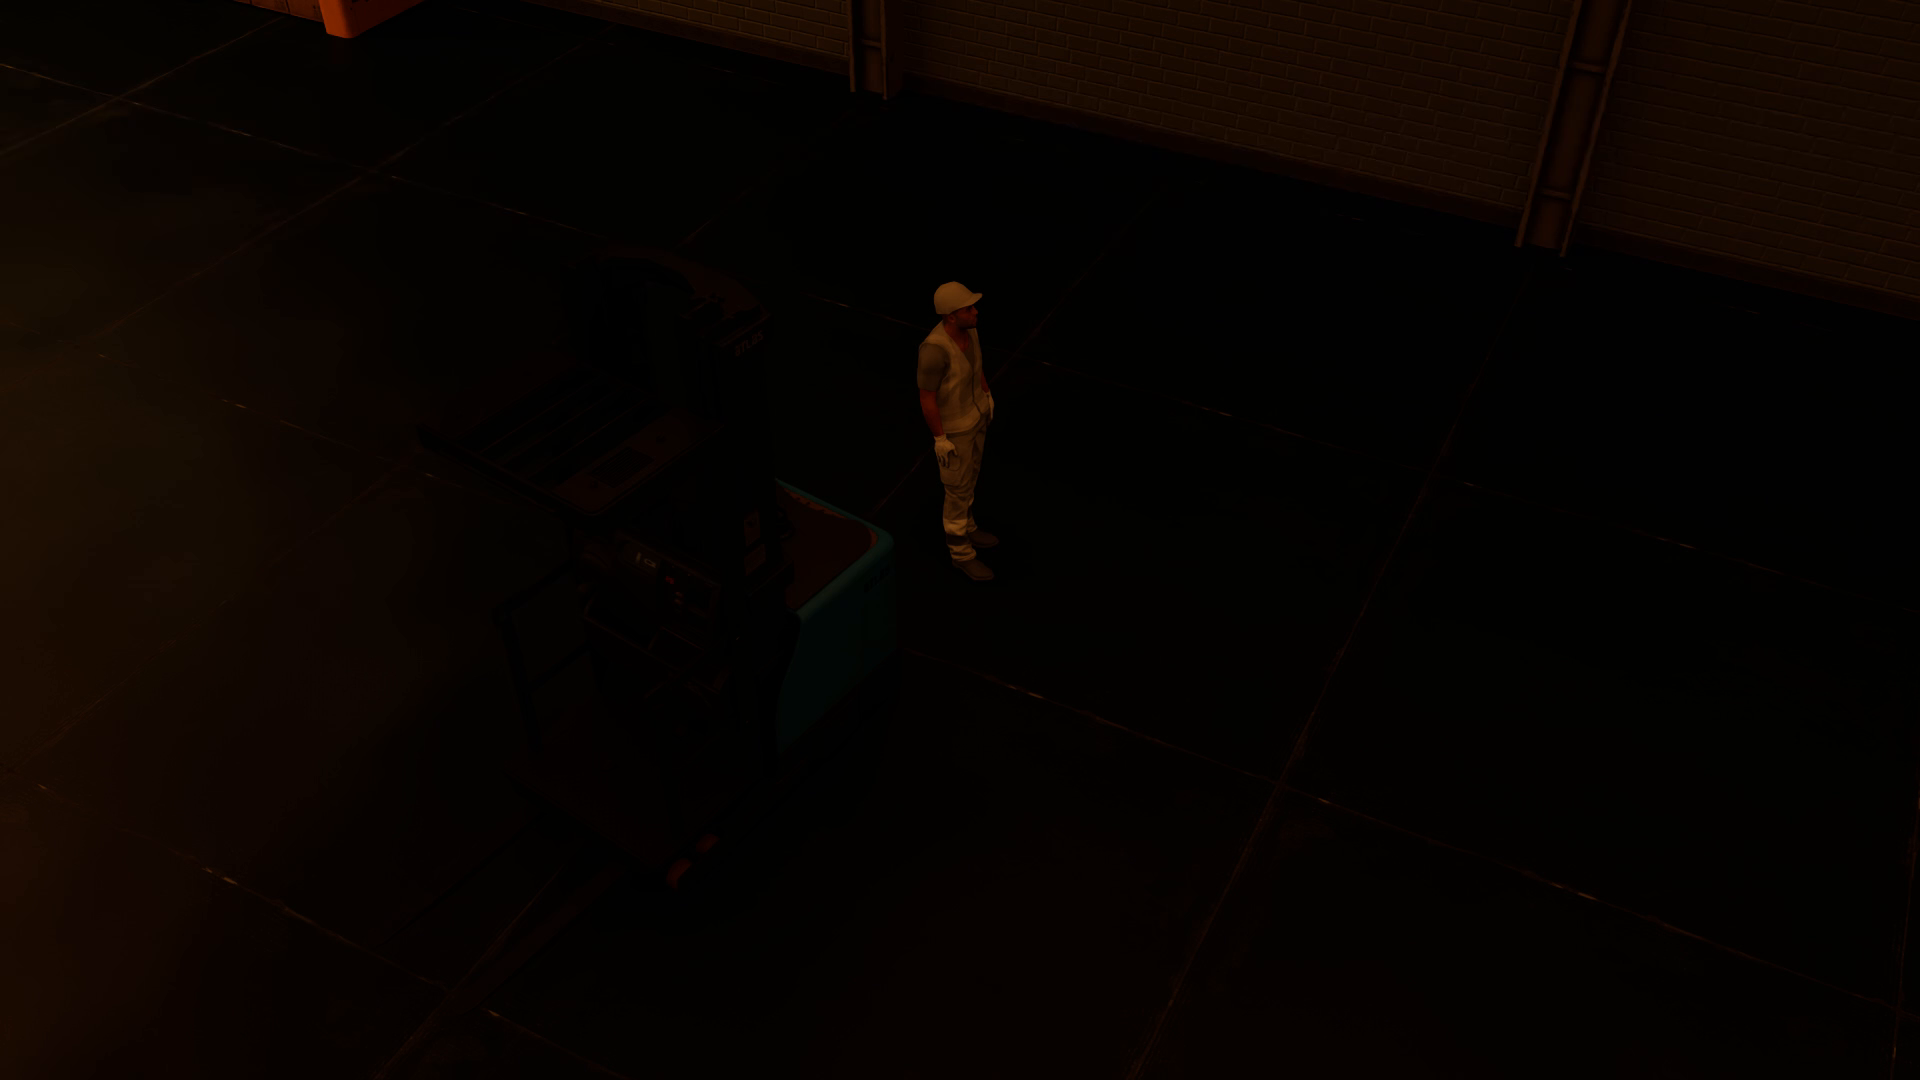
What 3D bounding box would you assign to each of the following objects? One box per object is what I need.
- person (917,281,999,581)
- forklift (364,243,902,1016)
[{"bbox_3d":[0.067,-0.660,9.645,0.562,1.789,0.638,18,43,21],"label":"person"},{"bbox_3d":[-1.600,0.254,7.684,1.130,2.935,3.031,25,46,27],"label":"forklift"}]
